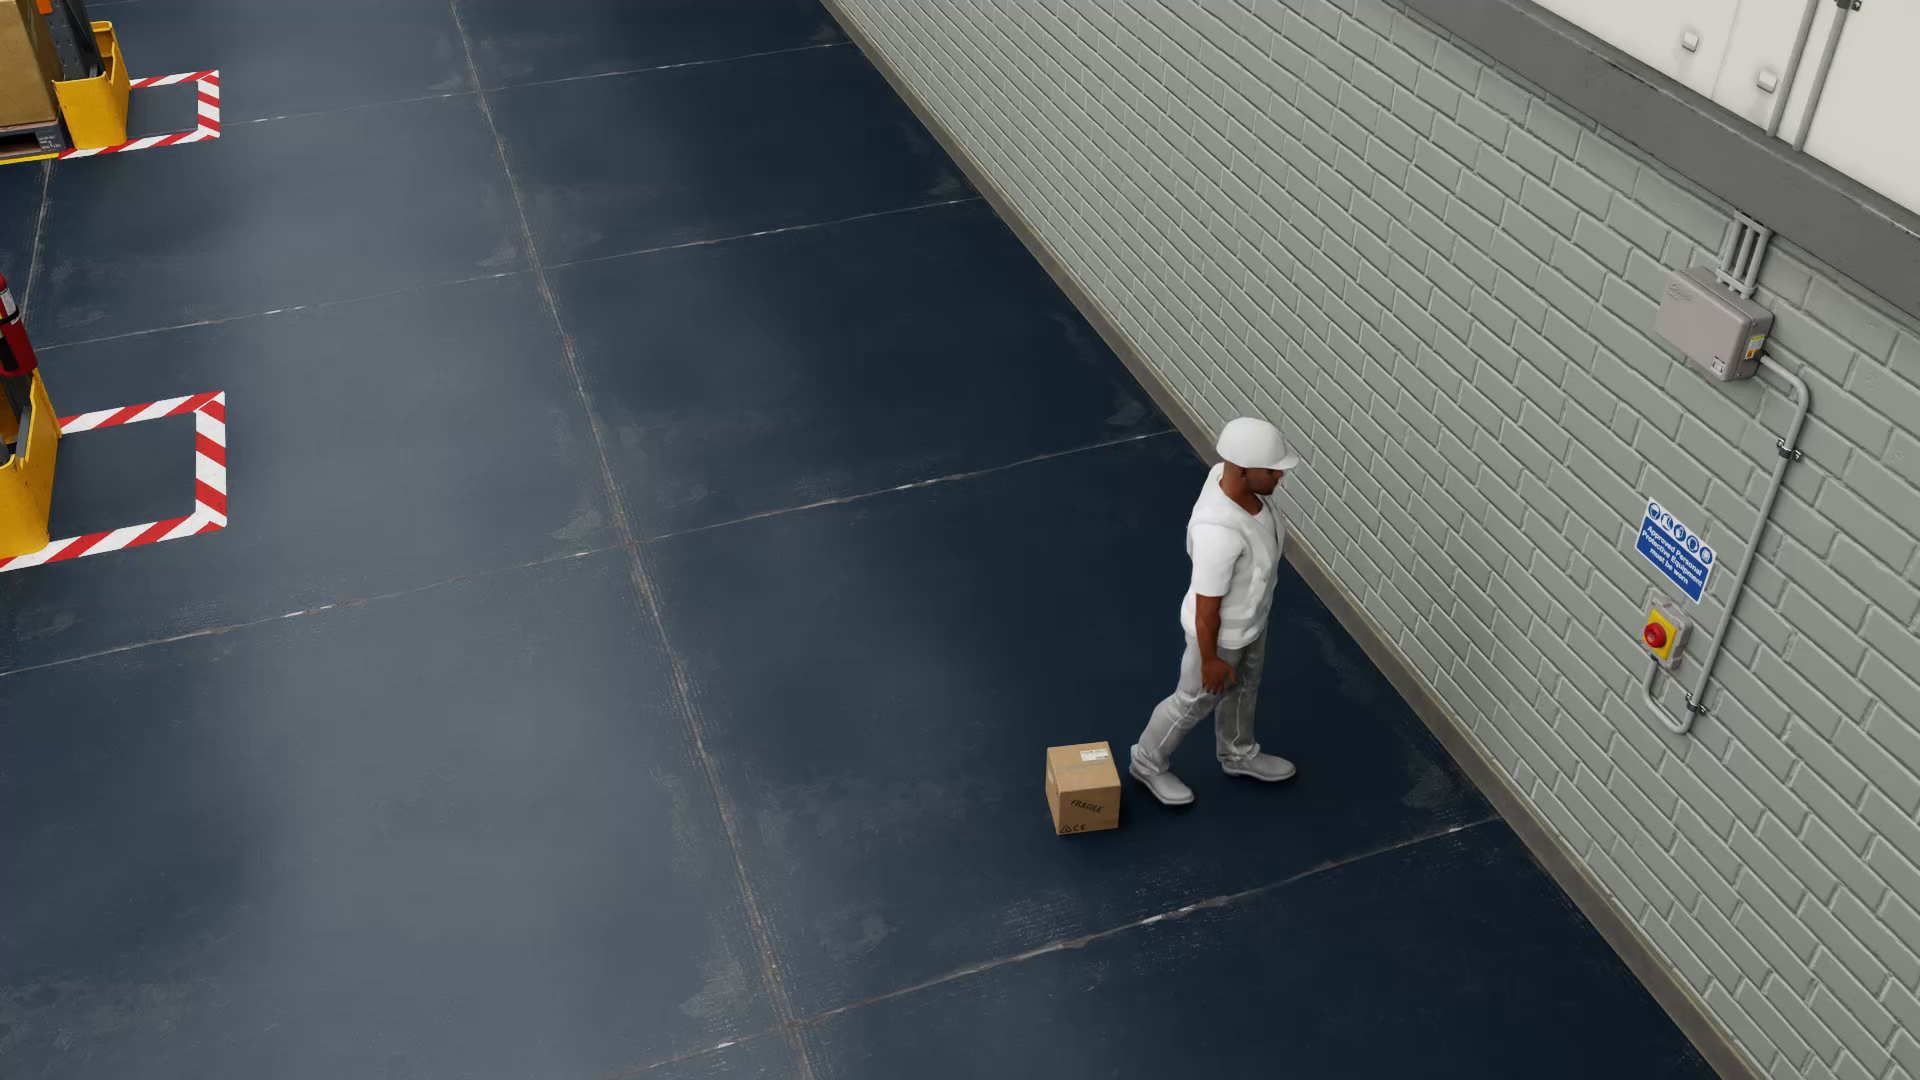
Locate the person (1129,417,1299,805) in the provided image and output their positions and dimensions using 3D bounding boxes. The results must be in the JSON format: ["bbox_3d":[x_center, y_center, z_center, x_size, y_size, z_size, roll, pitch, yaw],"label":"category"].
[{"bbox_3d":[1.033,0.301,6.358,0.648,1.771,0.567,15,40,18],"label":"person"}]
